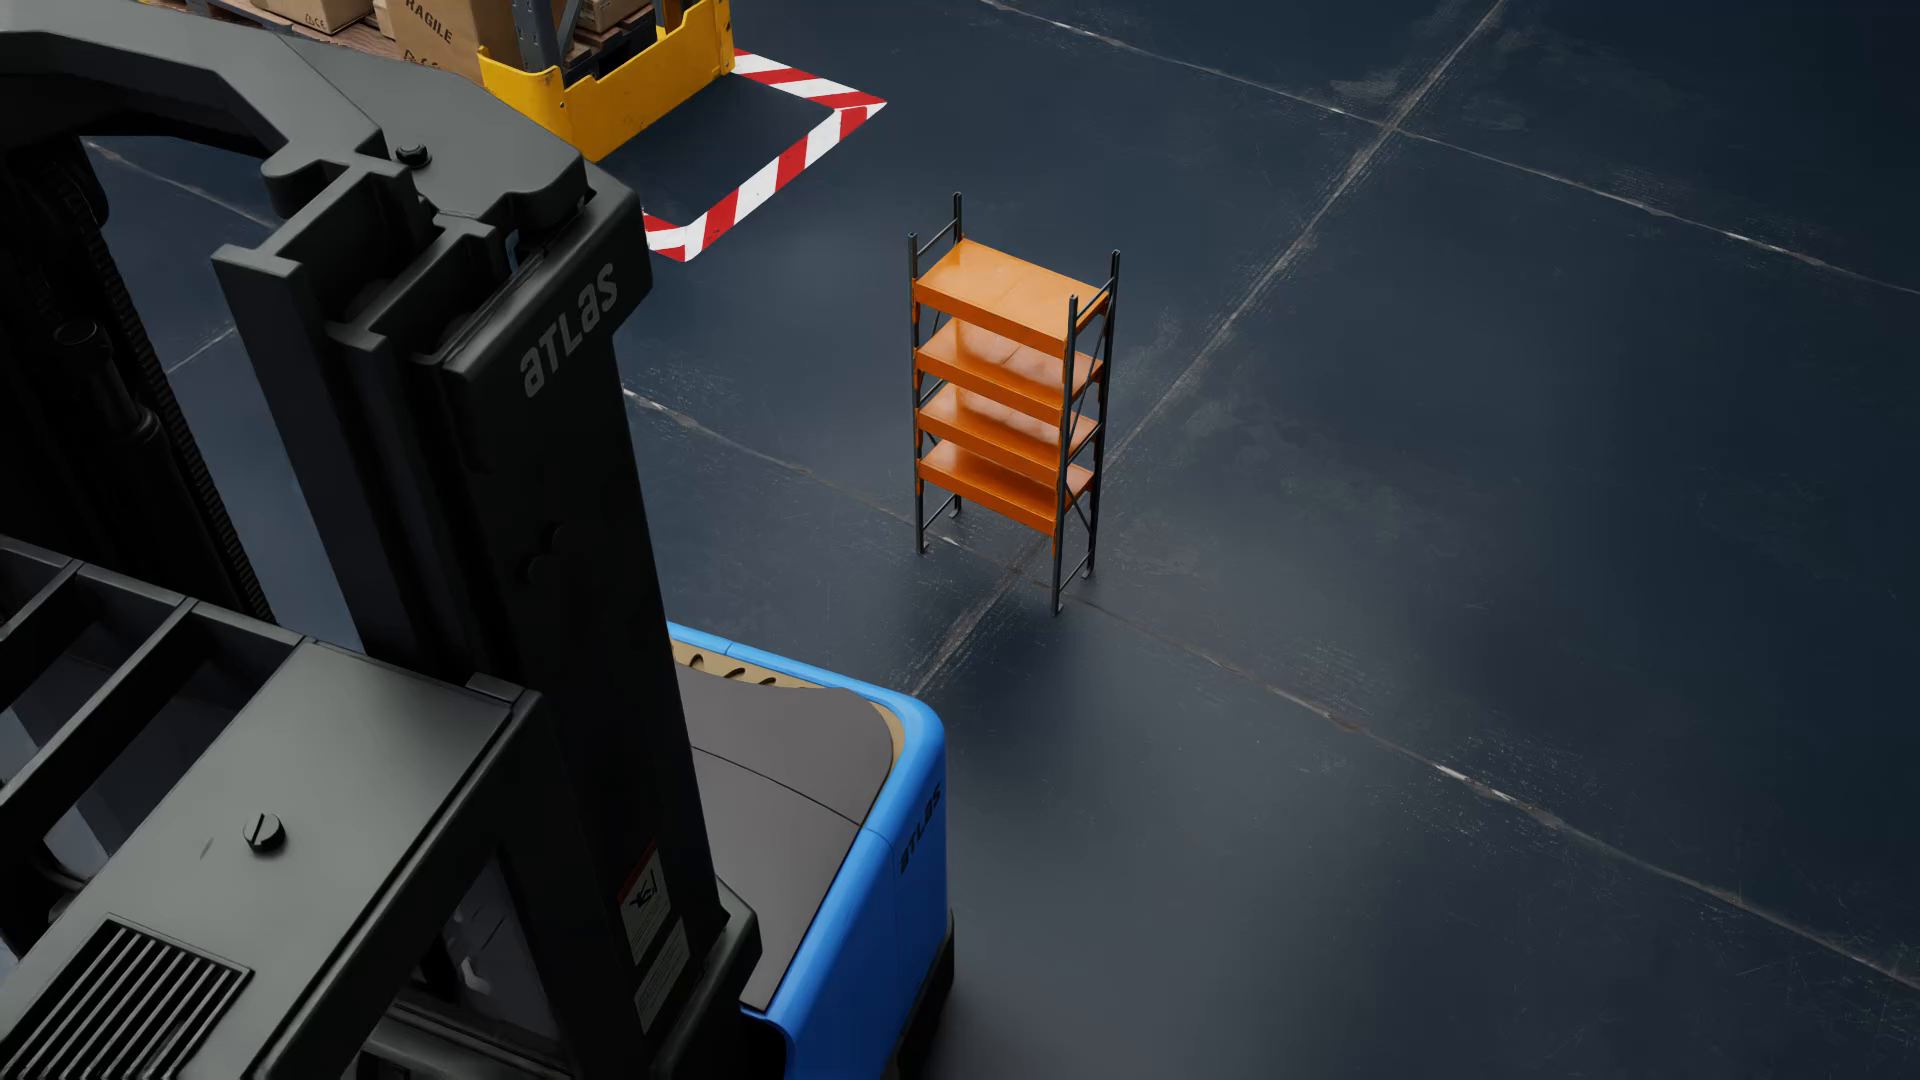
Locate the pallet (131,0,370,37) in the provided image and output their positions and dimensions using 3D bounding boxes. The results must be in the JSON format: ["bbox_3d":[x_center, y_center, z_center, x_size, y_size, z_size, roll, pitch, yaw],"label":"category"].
[{"bbox_3d":[-3.111,-2.654,7.682,1.213,0.211,1.003,25,51,22],"label":"pallet"}]

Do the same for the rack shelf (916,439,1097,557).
[{"bbox_3d":[0.139,-0.169,4.948,0.480,0.148,0.258,25,51,22],"label":"rack shelf"}]

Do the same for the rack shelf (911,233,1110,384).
[{"bbox_3d":[0.139,-0.628,4.476,0.480,0.148,0.258,25,51,22],"label":"rack shelf"}]

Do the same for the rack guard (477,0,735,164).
[{"bbox_3d":[-1.416,-1.974,6.819,0.348,0.500,1.175,25,51,22],"label":"rack guard"}]

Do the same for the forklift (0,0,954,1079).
[{"bbox_3d":[-1.025,0.928,2.304,1.130,2.935,3.031,16,48,15],"label":"forklift"}]

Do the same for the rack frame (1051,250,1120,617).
[{"bbox_3d":[0.345,-0.260,4.666,0.015,1.200,0.240,25,51,22],"label":"rack frame"}]

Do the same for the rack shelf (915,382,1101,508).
[{"bbox_3d":[0.139,-0.307,4.806,0.480,0.148,0.258,25,51,22],"label":"rack shelf"}]

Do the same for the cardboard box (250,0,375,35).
[{"bbox_3d":[-2.726,-2.458,7.158,0.500,0.250,0.500,25,51,22],"label":"cardboard box"}]

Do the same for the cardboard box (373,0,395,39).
[{"bbox_3d":[-2.235,-2.254,7.018,0.250,0.166,0.380,25,51,22],"label":"cardboard box"}]

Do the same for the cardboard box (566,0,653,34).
[{"bbox_3d":[-1.519,-2.345,7.118,0.250,0.149,0.380,25,51,22],"label":"cardboard box"}]

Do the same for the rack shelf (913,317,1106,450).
[{"bbox_3d":[0.139,-0.463,4.645,0.480,0.148,0.258,25,51,22],"label":"rack shelf"}]

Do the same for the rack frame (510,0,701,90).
[{"bbox_3d":[-1.352,-2.815,5.894,0.127,3.000,1.000,25,51,22],"label":"rack frame"}]

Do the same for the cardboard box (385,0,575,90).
[{"bbox_3d":[-1.943,-2.159,6.693,0.500,0.500,0.500,25,51,22],"label":"cardboard box"}]

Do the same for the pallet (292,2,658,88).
[{"bbox_3d":[-2.088,-2.181,7.222,1.213,0.211,1.003,25,51,22],"label":"pallet"}]

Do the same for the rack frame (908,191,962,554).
[{"bbox_3d":[-0.066,-0.449,4.849,0.015,1.200,0.240,25,51,22],"label":"rack frame"}]

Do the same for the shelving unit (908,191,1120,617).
[{"bbox_3d":[0.139,-0.354,4.757,0.503,1.200,0.258,25,51,22],"label":"shelving unit"}]
